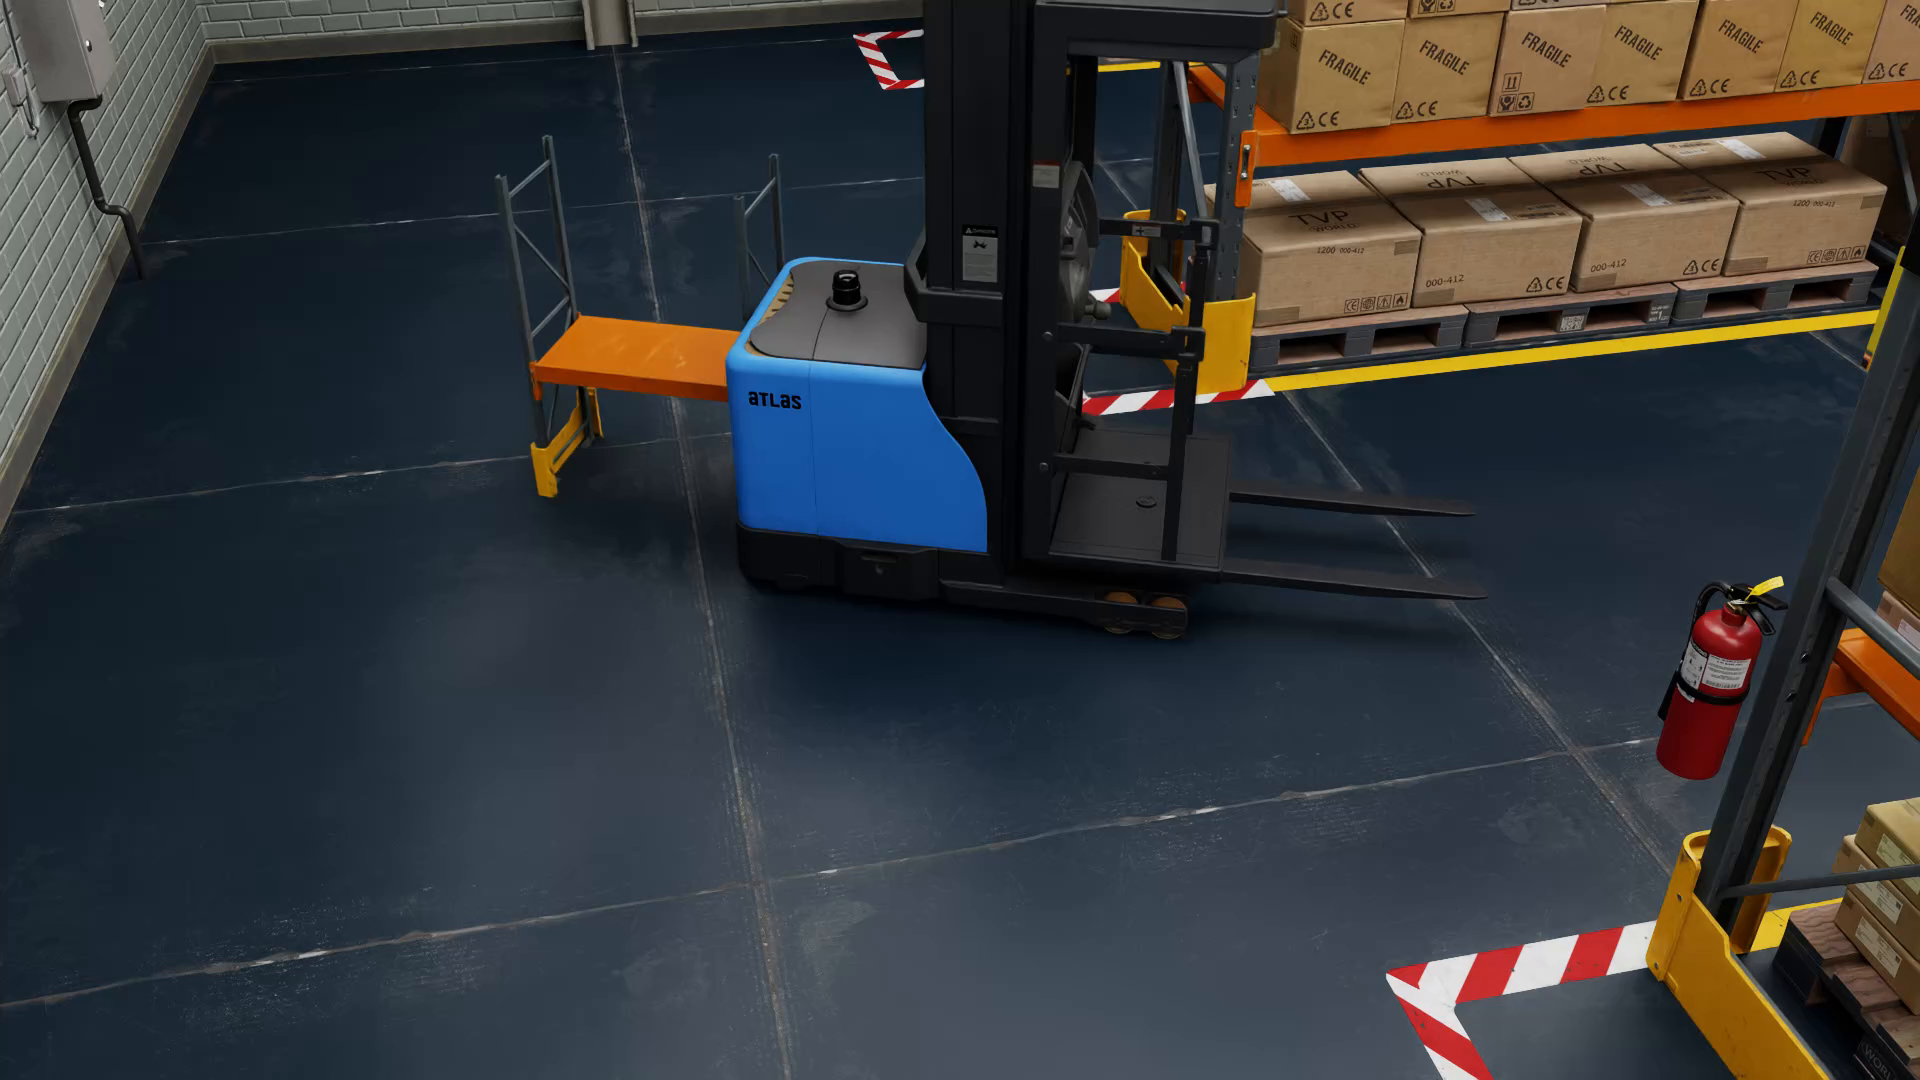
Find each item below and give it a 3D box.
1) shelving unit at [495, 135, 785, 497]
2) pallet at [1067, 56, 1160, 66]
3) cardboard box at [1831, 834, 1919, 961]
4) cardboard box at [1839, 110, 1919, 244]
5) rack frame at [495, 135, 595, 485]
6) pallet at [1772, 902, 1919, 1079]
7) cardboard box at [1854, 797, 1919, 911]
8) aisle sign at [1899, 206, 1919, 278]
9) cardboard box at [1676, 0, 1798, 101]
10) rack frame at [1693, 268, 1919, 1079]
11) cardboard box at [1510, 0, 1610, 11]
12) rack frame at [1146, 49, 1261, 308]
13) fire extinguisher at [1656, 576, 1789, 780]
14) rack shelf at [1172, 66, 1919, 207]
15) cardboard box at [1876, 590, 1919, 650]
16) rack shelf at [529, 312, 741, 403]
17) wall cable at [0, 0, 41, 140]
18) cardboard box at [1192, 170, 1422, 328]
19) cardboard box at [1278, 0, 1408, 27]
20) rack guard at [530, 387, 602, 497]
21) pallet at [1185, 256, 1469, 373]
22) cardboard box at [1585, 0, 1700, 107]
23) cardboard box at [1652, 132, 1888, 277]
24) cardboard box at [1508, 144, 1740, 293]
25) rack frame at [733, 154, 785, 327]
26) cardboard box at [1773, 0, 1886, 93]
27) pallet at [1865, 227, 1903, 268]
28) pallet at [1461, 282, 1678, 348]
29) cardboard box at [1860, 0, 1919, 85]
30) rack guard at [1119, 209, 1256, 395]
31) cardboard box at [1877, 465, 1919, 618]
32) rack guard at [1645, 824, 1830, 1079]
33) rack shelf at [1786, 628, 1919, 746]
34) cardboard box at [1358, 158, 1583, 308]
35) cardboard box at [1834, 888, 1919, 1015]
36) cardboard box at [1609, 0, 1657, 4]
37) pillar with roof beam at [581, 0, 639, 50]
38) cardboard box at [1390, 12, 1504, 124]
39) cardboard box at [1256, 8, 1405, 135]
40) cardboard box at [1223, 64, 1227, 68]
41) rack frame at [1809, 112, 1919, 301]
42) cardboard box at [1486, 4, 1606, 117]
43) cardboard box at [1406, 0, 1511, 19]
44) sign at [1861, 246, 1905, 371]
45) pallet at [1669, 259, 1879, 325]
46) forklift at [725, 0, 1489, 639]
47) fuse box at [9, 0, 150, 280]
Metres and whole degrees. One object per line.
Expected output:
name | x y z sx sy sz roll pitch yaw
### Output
shelving unit | -1.333 -0.921 7.276 1.083 1.500 0.587 7 34 10
pallet | 0.942 -3.954 12.953 1.213 0.211 1.003 -7 35 -11
cardboard box | 2.831 1.037 4.928 0.250 0.149 0.380 -8 35 -12
cardboard box | 5.677 -2.211 9.382 0.875 0.875 0.875 -6 34 -9
rack frame | -1.821 -0.981 7.365 0.032 1.500 0.500 7 34 10
pallet | 3.254 1.439 4.917 1.213 0.211 1.003 -7 35 -11
cardboard box | 2.840 0.930 4.819 0.250 0.149 0.380 -7 34 -10
aisle sign | 2.242 -0.863 3.511 0.004 0.787 0.394 -7 35 -11
cardboard box | 3.706 -2.508 8.206 0.500 0.500 0.500 -8 35 -11
rack frame | 2.379 0.371 4.005 0.127 3.000 1.000 -7 35 -11
cardboard box | 2.722 -2.803 7.748 0.500 0.500 0.500 -7 35 -11
rack frame | 1.189 -2.307 7.996 0.127 3.000 1.000 -7 35 -11
fire extinguisher | 2.032 0.338 4.459 0.183 0.674 0.296 -7 35 -11
rack shelf | 3.139 -2.254 8.563 4.000 0.370 1.077 -7 35 -11
cardboard box | 2.635 0.281 4.364 0.250 0.149 0.380 -7 35 -10
rack shelf | -1.325 -0.770 7.375 1.000 0.185 0.538 7 34 10
wall cable | -4.630 -2.792 7.808 0.122 1.984 0.588 -7 35 -11
cardboard box | 1.810 -1.553 8.795 0.875 0.438 0.875 -8 35 -12
cardboard box | 1.720 -2.668 7.547 0.500 0.500 0.500 -8 35 -12
rack guard | -1.820 -0.461 7.713 0.087 0.250 0.587 7 34 10
pallet | 1.951 -1.290 8.983 1.213 0.211 1.003 -7 35 -11
cardboard box | 3.192 -2.452 8.123 0.500 0.500 0.500 -6 34 -9
cardboard box | 4.454 -1.890 9.298 0.875 0.438 0.875 -8 35 -11
cardboard box | 3.581 -1.780 9.133 0.875 0.438 0.875 -8 35 -12
rack frame | -0.828 -0.859 7.184 0.032 1.500 0.500 7 34 10
cardboard box | 4.194 -2.578 8.310 0.500 0.500 0.500 -8 35 -12
pallet | 5.826 -1.777 9.708 1.213 0.211 1.003 -7 35 -11
pallet | 3.139 -1.438 9.203 1.213 0.211 1.003 -7 35 -11
cardboard box | 4.694 -2.644 8.409 0.500 0.500 0.500 -7 34 -10
rack guard | 1.165 -1.266 8.688 0.348 0.500 1.175 -7 35 -11
cardboard box | 2.761 0.011 4.185 0.500 0.500 0.500 -6 34 -10
rack guard | 2.453 1.399 4.716 0.348 0.500 1.175 -7 35 -11
rack shelf | 4.330 0.424 4.572 4.000 0.370 1.077 -7 35 -11
cardboard box | 2.701 -1.670 8.969 0.875 0.438 0.875 -6 34 -9
cardboard box | 2.847 1.202 4.948 0.250 0.149 0.380 -7 34 -10
cardboard box | 3.209 -2.865 7.840 0.500 0.500 0.500 -7 35 -10
pillar with roof beam | -1.789 -5.314 7.093 0.400 9.000 9.100 -7 35 -11
cardboard box | 2.207 -2.329 7.939 0.500 0.500 0.500 -8 35 -11
cardboard box | 1.720 -2.252 7.824 0.500 0.500 0.500 -7 35 -11
cardboard box | 1.601 -2.552 8.271 0.500 0.500 0.500 -7 34 -10
rack frame | 5.090 -2.799 8.729 0.127 3.000 1.000 -7 35 -11
cardboard box | 2.708 -2.382 8.017 0.500 0.500 0.500 -7 35 -11
cardboard box | 2.222 -2.735 7.647 0.500 0.500 0.500 -8 35 -12
sign | 2.276 -0.545 4.048 0.005 0.325 0.100 -7 35 -11
pallet | 4.331 -1.590 9.430 1.213 0.211 1.003 -7 35 -11
forklift | 0.643 -1.143 6.323 3.031 2.935 1.130 6 34 9
fuse box | -4.627 -2.226 9.031 0.414 1.711 0.539 -7 35 -11
